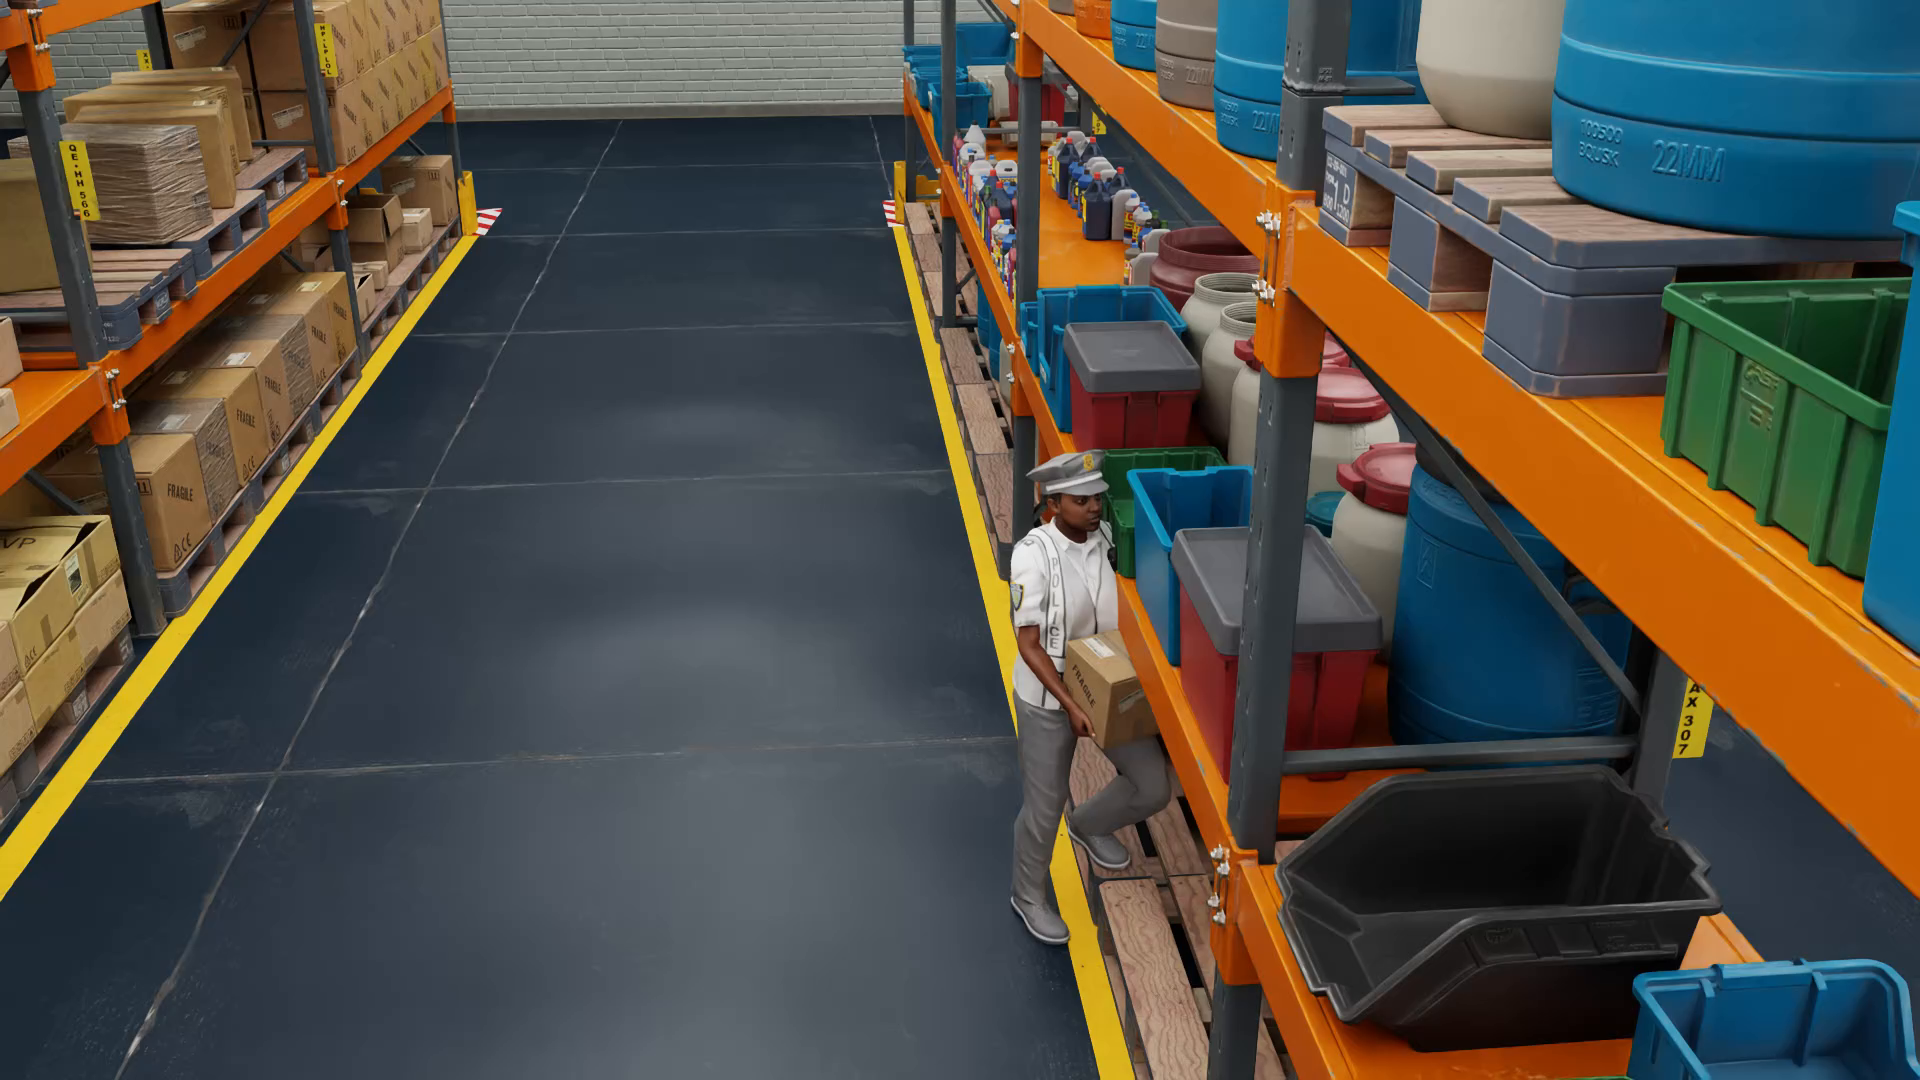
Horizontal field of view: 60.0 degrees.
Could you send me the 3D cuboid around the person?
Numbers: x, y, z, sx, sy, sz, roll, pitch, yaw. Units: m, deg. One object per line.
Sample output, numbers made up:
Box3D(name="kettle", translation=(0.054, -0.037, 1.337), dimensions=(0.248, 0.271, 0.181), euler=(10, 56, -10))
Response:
Box3D(name="person", translation=(0.402, 0.526, 5.384), dimensions=(0.459, 1.687, 0.542), euler=(-13, 27, -26))
